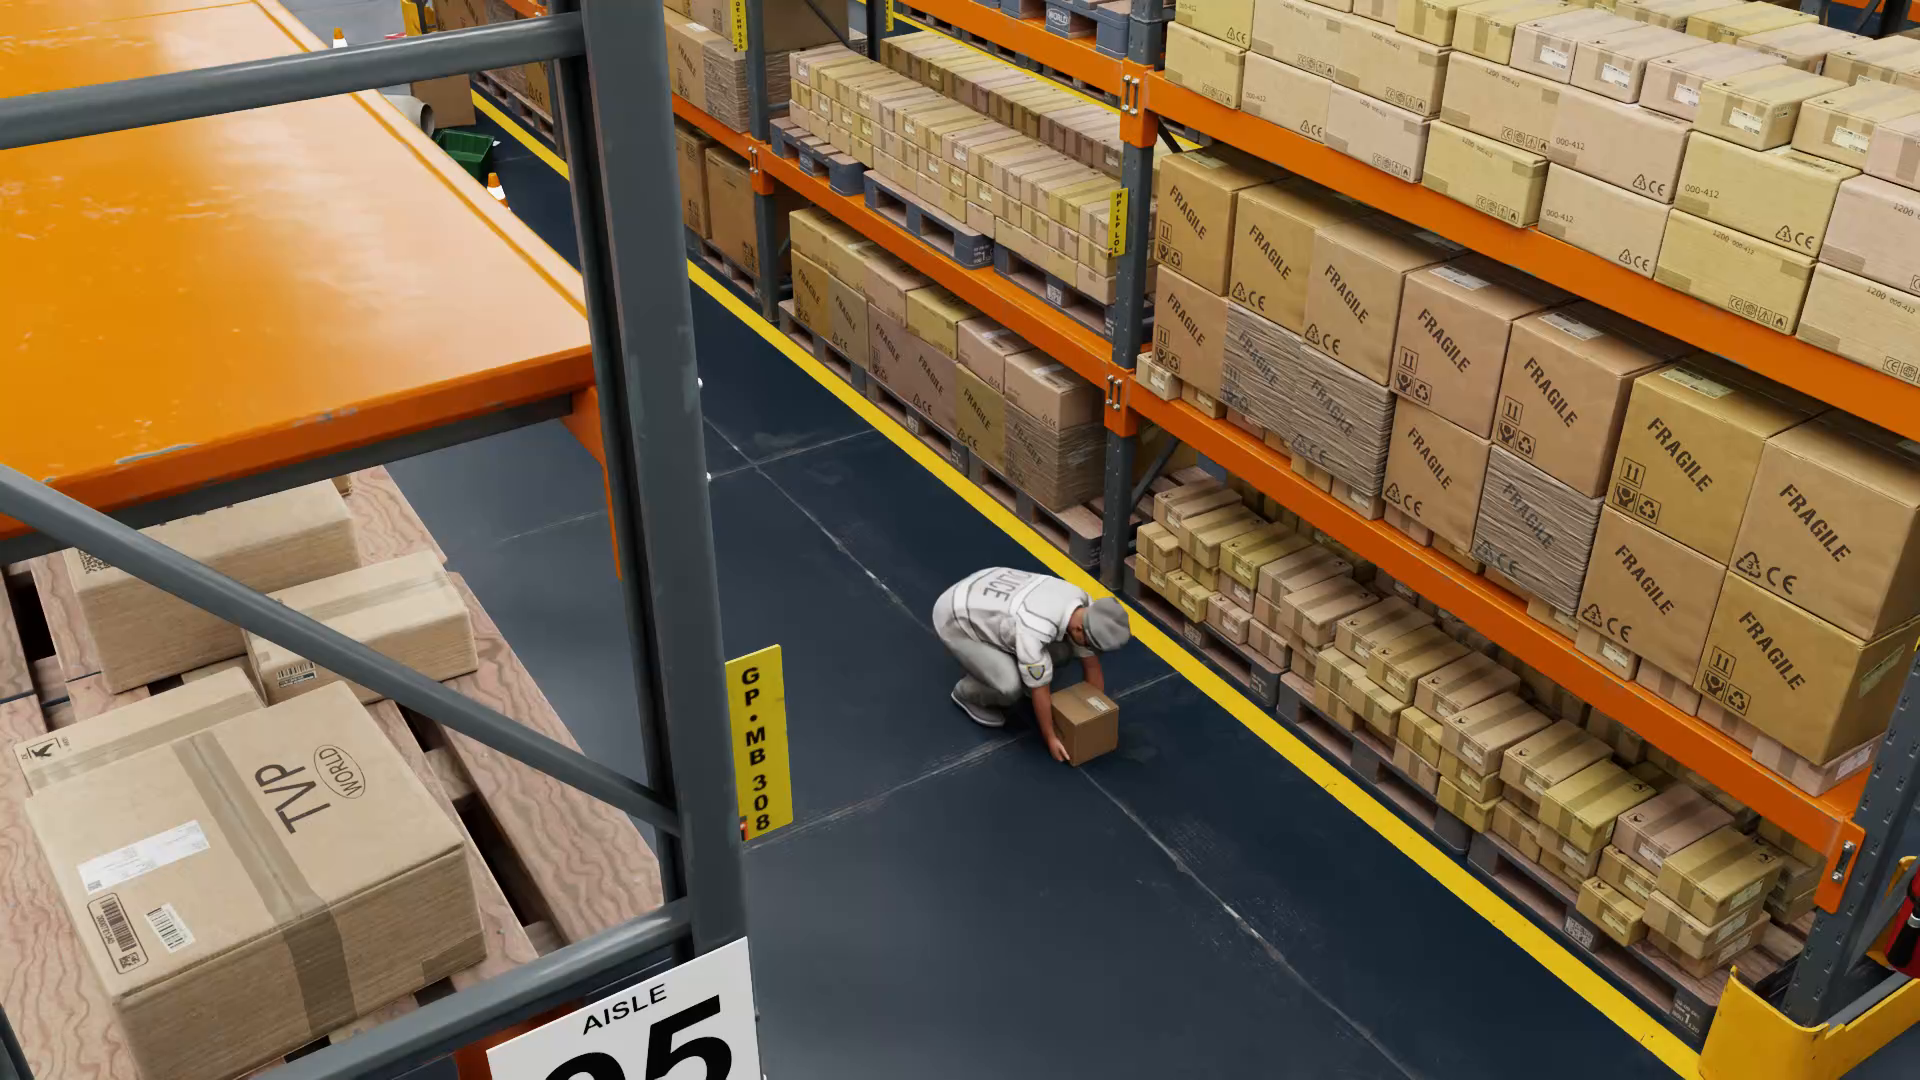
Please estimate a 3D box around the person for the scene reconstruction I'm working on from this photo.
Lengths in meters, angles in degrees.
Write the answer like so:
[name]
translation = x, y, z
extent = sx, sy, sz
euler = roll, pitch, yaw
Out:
[person]
translation = 0.333, 0.528, 7.812
extent = 1.001, 0.877, 0.541
euler = 26, 41, 35
